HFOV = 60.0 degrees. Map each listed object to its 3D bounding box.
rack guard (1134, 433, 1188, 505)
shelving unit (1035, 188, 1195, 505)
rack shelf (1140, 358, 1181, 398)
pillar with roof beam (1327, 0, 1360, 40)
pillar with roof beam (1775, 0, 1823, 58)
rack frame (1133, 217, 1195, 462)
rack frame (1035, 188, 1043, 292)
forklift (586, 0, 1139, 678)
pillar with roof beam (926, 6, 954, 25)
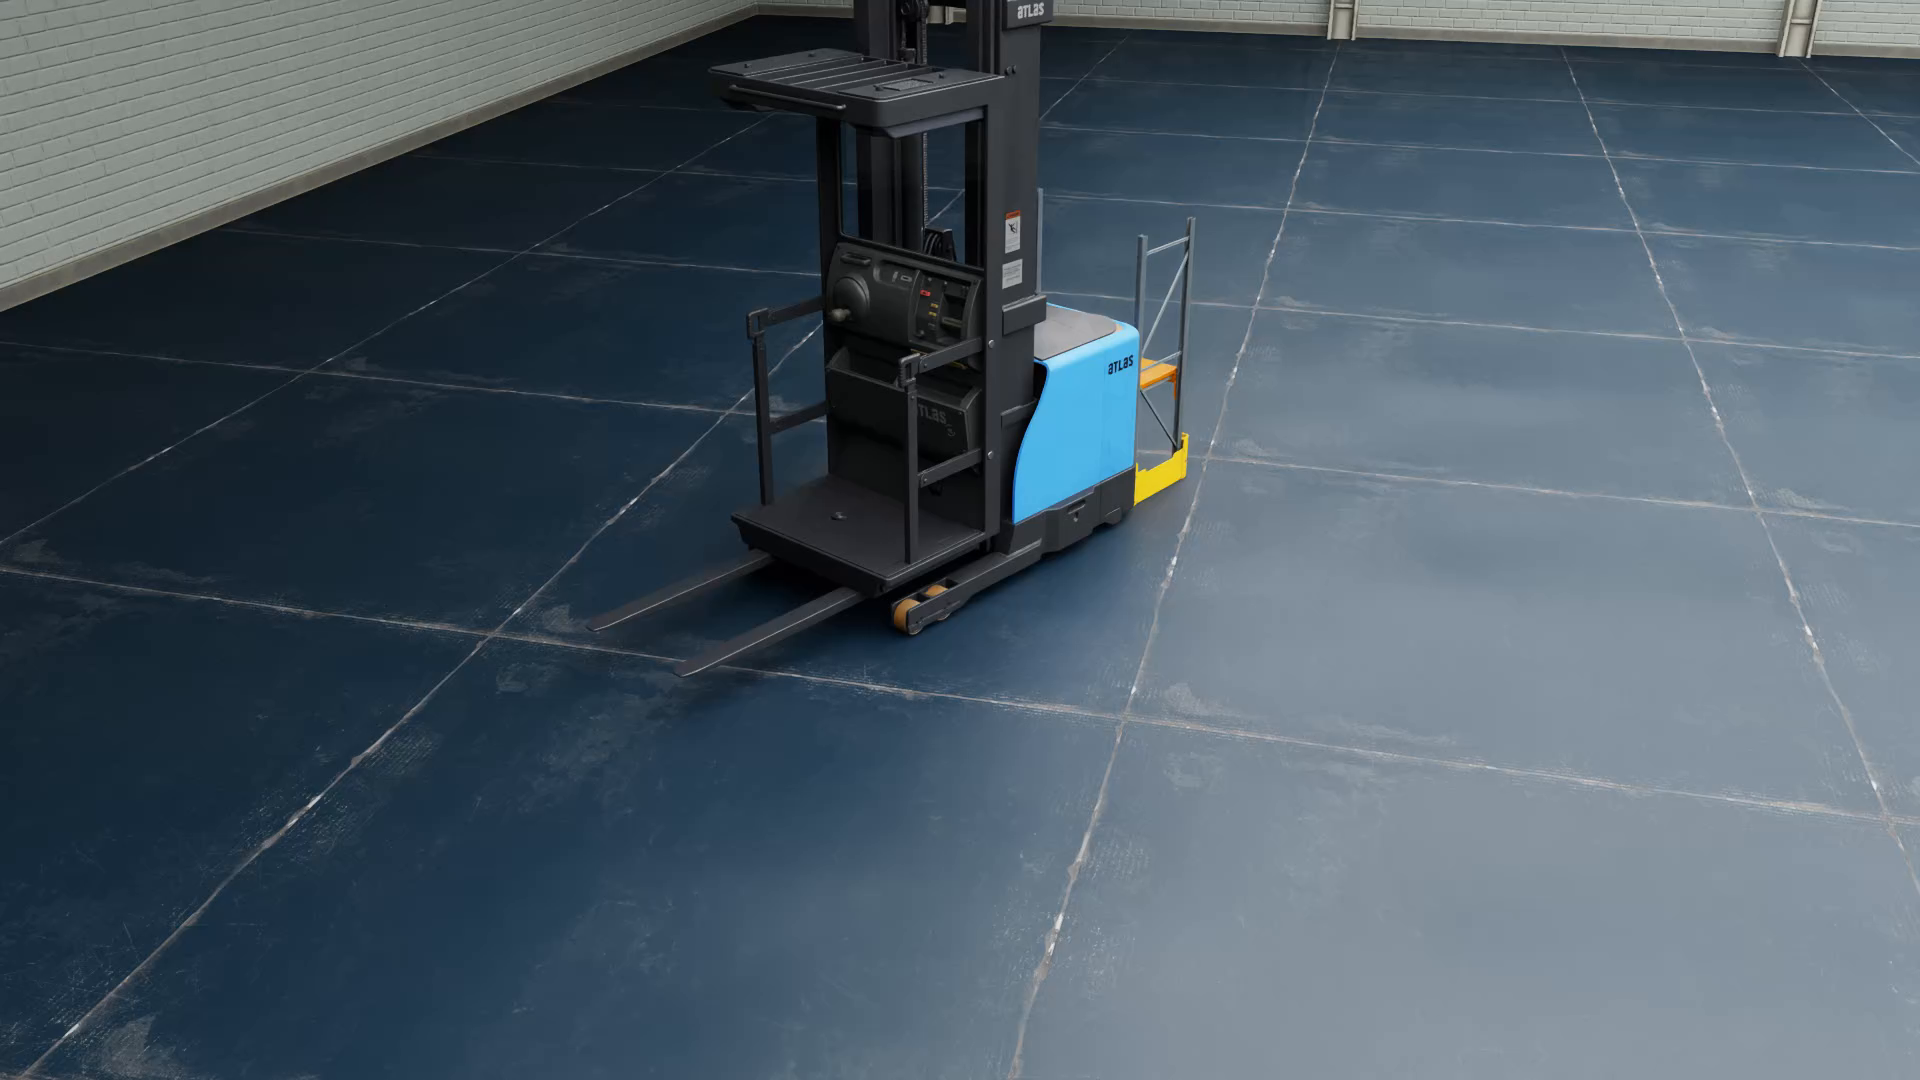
[{"bbox_3d":[1.083,-0.396,9.291,0.087,0.250,0.587,20,32,35],"label":"rack guard"},{"bbox_3d":[0.699,-1.097,9.309,1.083,1.500,0.587,20,32,35],"label":"shelving unit"},{"bbox_3d":[0.692,-0.937,9.392,1.000,0.185,0.538,20,32,35],"label":"rack shelf"},{"bbox_3d":[4.412,-9.489,18.212,0.400,9.000,9.100,6,26,13],"label":"pillar with roof beam"},{"bbox_3d":[10.223,-8.846,16.863,0.400,9.000,9.100,6,26,13],"label":"pillar with roof beam"},{"bbox_3d":[1.084,-0.961,9.022,0.032,1.500,0.500,20,32,35],"label":"rack frame"},{"bbox_3d":[0.301,-1.239,9.607,0.032,1.500,0.500,20,32,35],"label":"rack frame"},{"bbox_3d":[-0.415,-1.124,7.701,1.130,2.935,3.031,21,33,37],"label":"forklift"},{"bbox_3d":[-1.399,-10.131,19.561,0.400,9.000,9.100,6,26,13],"label":"pillar with roof beam"}]
